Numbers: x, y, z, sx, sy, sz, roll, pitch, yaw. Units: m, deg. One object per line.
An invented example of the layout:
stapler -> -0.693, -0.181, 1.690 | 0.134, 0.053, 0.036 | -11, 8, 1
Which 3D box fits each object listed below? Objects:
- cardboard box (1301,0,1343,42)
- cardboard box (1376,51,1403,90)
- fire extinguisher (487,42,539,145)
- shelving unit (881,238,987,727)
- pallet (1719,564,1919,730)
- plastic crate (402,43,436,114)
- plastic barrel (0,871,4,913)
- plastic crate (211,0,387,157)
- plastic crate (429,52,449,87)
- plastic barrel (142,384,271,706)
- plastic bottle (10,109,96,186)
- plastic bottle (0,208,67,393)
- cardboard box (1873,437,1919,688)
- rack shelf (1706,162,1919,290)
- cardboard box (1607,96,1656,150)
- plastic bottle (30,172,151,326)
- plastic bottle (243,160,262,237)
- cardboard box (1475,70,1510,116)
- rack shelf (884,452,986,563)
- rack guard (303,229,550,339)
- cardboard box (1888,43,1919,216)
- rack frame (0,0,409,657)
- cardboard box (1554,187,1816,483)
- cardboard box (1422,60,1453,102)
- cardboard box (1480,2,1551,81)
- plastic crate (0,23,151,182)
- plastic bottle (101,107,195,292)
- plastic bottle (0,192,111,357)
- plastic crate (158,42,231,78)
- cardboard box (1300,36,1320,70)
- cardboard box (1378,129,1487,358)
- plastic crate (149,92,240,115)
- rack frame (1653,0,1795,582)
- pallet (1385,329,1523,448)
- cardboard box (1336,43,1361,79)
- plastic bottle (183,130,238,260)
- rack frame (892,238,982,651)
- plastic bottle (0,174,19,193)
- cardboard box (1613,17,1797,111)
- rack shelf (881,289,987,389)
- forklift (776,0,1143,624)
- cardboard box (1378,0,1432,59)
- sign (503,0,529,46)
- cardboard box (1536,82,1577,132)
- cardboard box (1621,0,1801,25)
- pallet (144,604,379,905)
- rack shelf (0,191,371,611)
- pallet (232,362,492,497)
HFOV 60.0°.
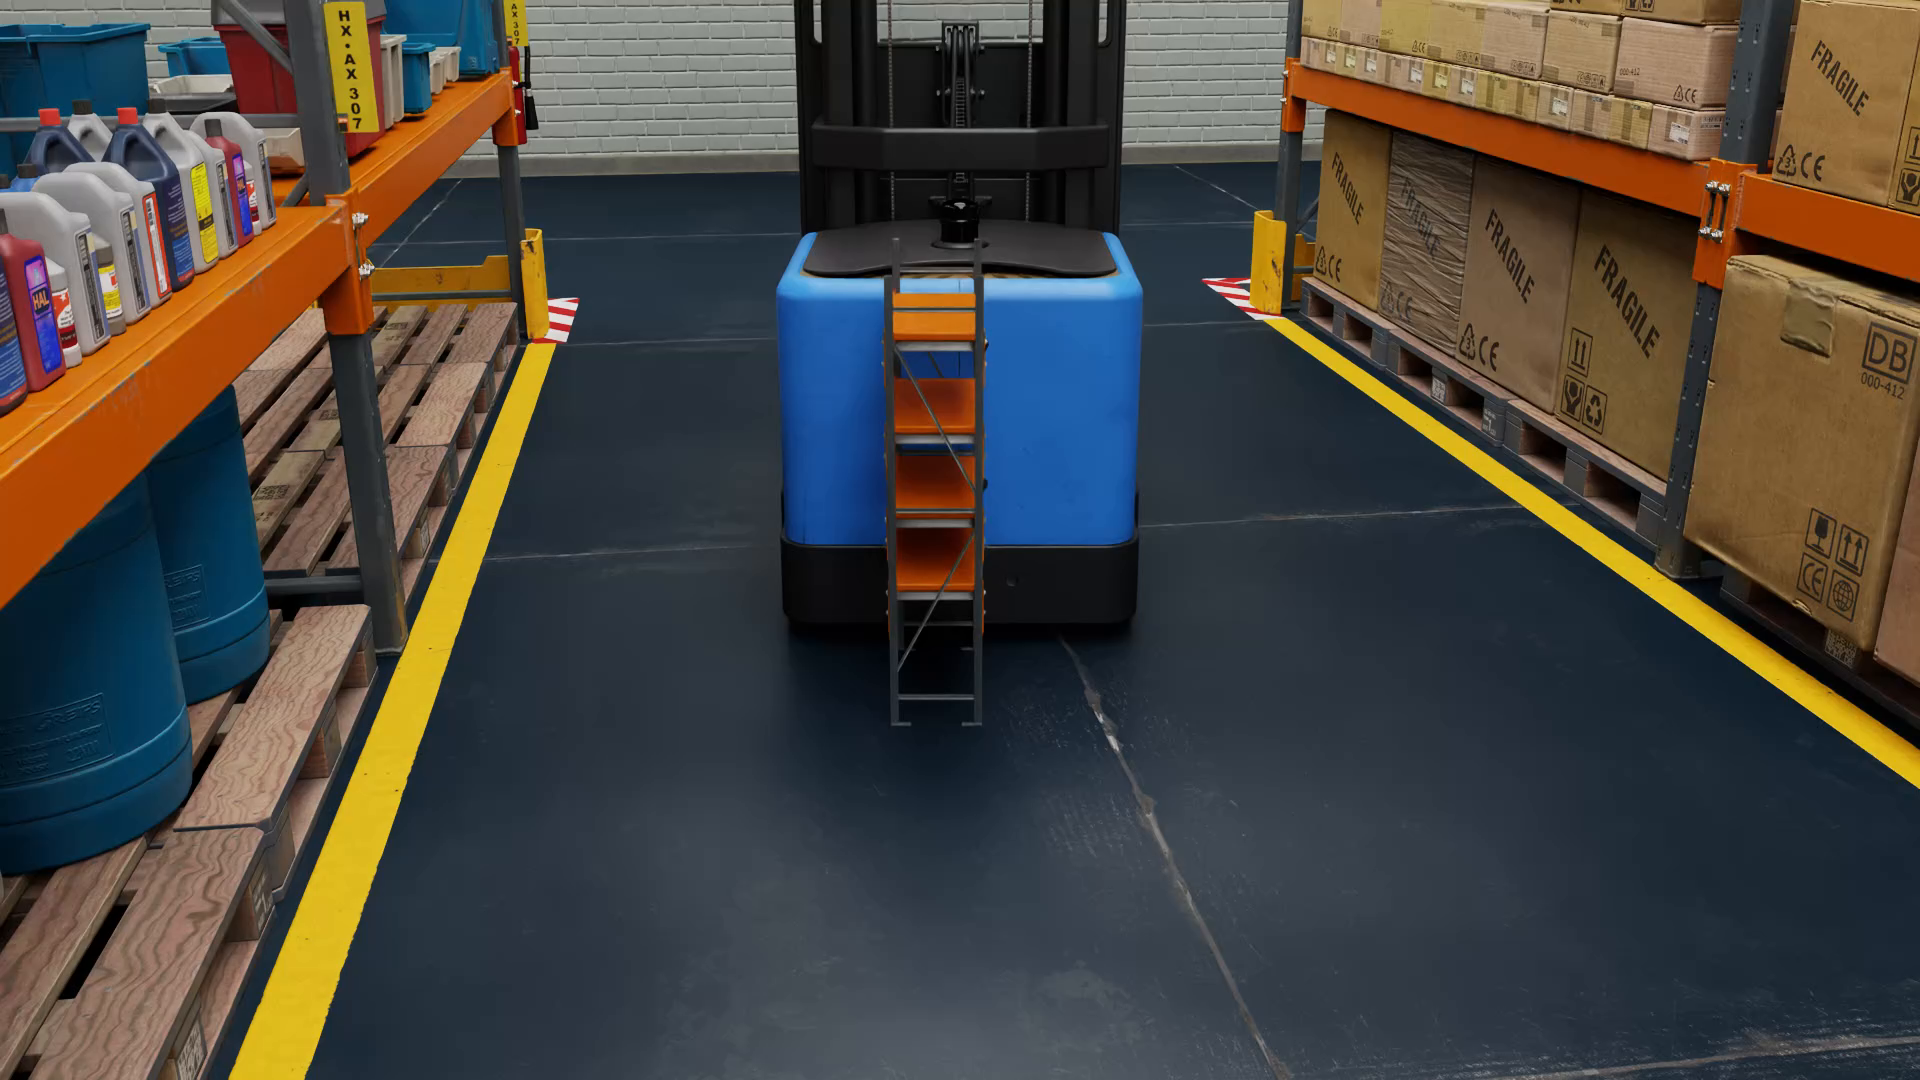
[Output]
cardboard box -> 2.006, -2.590, 8.153 | 0.500, 0.250, 0.500 | -3, 21, -9
cardboard box -> 2.079, -2.088, 7.378 | 0.380, 0.149, 0.250 | -3, 21, -9
fire extinguisher -> -2.269, -2.315, 8.271 | 0.296, 0.674, 0.183 | -3, 21, -8
shelving unit -> -0.062, -0.157, 4.420 | 0.258, 1.200, 0.503 | 0, 20, 0
pallet -> 2.967, 0.254, 4.735 | 1.003, 0.211, 1.213 | -3, 21, -8
plastic crate -> -2.147, -1.702, 6.141 | 0.416, 0.233, 0.300 | -3, 21, -8
plastic barrel -> -1.964, 0.537, 2.946 | 0.421, 0.512, 0.421 | 0, 20, 0
plastic crate -> -2.001, -1.446, 5.123 | 0.402, 0.464, 0.583 | -3, 21, -8
plastic crate -> -2.373, -1.981, 7.025 | 0.396, 0.136, 0.243 | -3, 21, -8
plastic barrel -> -2.059, -0.090, 4.070 | 0.600, 0.901, 0.708 | -3, 21, -8
plastic bottle -> -1.780, -0.670, 3.293 | 0.144, 0.351, 0.185 | -3, 21, -8
plastic bottle -> -1.487, -0.385, 2.628 | 0.061, 0.283, 0.133 | -3, 21, -8
cardboard box -> 3.023, 0.013, 3.831 | 1.225, 0.875, 0.875 | -4, 21, -10
rack shelf -> 3.069, -0.286, 3.224 | 1.077, 0.370, 4.000 | -3, 21, -8
cardboard box -> 2.375, -1.376, 5.473 | 0.380, 0.149, 0.250 | -3, 21, -7
plastic bottle -> -1.599, -0.540, 3.052 | 0.152, 0.276, 0.135 | -3, 21, -8
plastic bottle -> -1.700, -0.814, 3.892 | 0.097, 0.201, 0.097 | 0, 20, 0
cardboard box -> 2.227, -1.732, 6.425 | 0.380, 0.149, 0.250 | -3, 21, -9
rack shelf -> -0.062, -0.093, 4.443 | 0.258, 0.148, 0.480 | 0, 20, 0
rack guard -> -2.713, -1.288, 8.449 | 1.175, 0.500, 0.348 | -3, 21, -8
cardboard box -> 2.673, -1.017, 4.008 | 0.500, 0.500, 0.500 | -3, 21, -8
rack frame -> -2.120, -1.066, 4.283 | 1.000, 3.000, 0.127 | -3, 21, -8
cardboard box -> 2.765, -0.750, 5.873 | 0.875, 0.875, 0.875 | -3, 21, -8
cardboard box -> 2.152, -1.911, 6.905 | 0.380, 0.149, 0.250 | -3, 21, -9
cardboard box -> 2.307, -1.880, 6.252 | 0.500, 0.250, 0.500 | -2, 21, -7
plastic crate -> -2.525, -1.231, 4.662 | 0.392, 0.384, 0.575 | -3, 21, -8
plastic bottle -> -1.637, -0.677, 3.312 | 0.144, 0.351, 0.185 | -3, 21, -8
plastic bottle -> -1.565, -0.460, 2.837 | 0.152, 0.276, 0.135 | -3, 21, -8
plastic crate -> -2.754, -1.739, 6.238 | 0.416, 0.233, 0.300 | -3, 21, -8
cardboard box -> 1.929, -2.443, 8.330 | 0.380, 0.149, 0.250 | -3, 21, -7
cardboard box -> 2.507, -1.369, 7.532 | 0.875, 0.875, 0.875 | -3, 21, -8
plastic crate -> -2.548, -1.339, 5.322 | 0.437, 0.125, 0.590 | -3, 21, -8
rack frame -> 2.781, -1.316, 4.952 | 1.000, 3.000, 0.127 | -3, 21, -8
pallet -> 2.570, -0.700, 7.289 | 1.003, 0.211, 1.213 | -3, 21, -8
cardboard box -> 2.005, -2.266, 7.855 | 0.380, 0.149, 0.250 | -3, 21, -9
plastic bottle -> -1.691, -0.761, 3.644 | 0.152, 0.276, 0.135 | -3, 21, -8
rack frame -> -0.062, -0.242, 4.649 | 0.240, 1.200, 0.015 | 0, 20, 0
plastic bottle -> -1.720, -0.525, 3.019 | 0.097, 0.271, 0.097 | 0, 20, 0
cardboard box -> 2.458, -1.524, 5.300 | 0.500, 0.250, 0.500 | -3, 21, -9
rack shelf -> -0.062, -0.525, 4.283 | 0.258, 0.148, 0.480 | 0, 20, 0
forklift -> 0.001, -1.591, 5.787 | 1.130, 2.935, 3.031 | 0, 20, 0
cardboard box -> 2.157, -2.236, 7.205 | 0.500, 0.250, 0.500 | -4, 21, -10
sign -> -2.155, -2.561, 8.052 | 0.100, 0.325, 0.005 | -3, 21, -8
cardboard box -> 2.302, -1.554, 5.949 | 0.380, 0.149, 0.250 | -3, 21, -7
cardboard box -> 2.450, -1.882, 5.185 | 0.500, 0.500, 0.500 | -2, 21, -6
pallet -> -2.050, 0.510, 4.050 | 1.003, 0.211, 1.213 | -3, 21, -8
rack shelf -> -1.832, -0.036, 2.555 | 1.077, 0.370, 4.000 | -3, 21, -8
pallet -> -2.444, -0.436, 6.581 | 1.003, 0.211, 1.213 | -3, 21, -8
